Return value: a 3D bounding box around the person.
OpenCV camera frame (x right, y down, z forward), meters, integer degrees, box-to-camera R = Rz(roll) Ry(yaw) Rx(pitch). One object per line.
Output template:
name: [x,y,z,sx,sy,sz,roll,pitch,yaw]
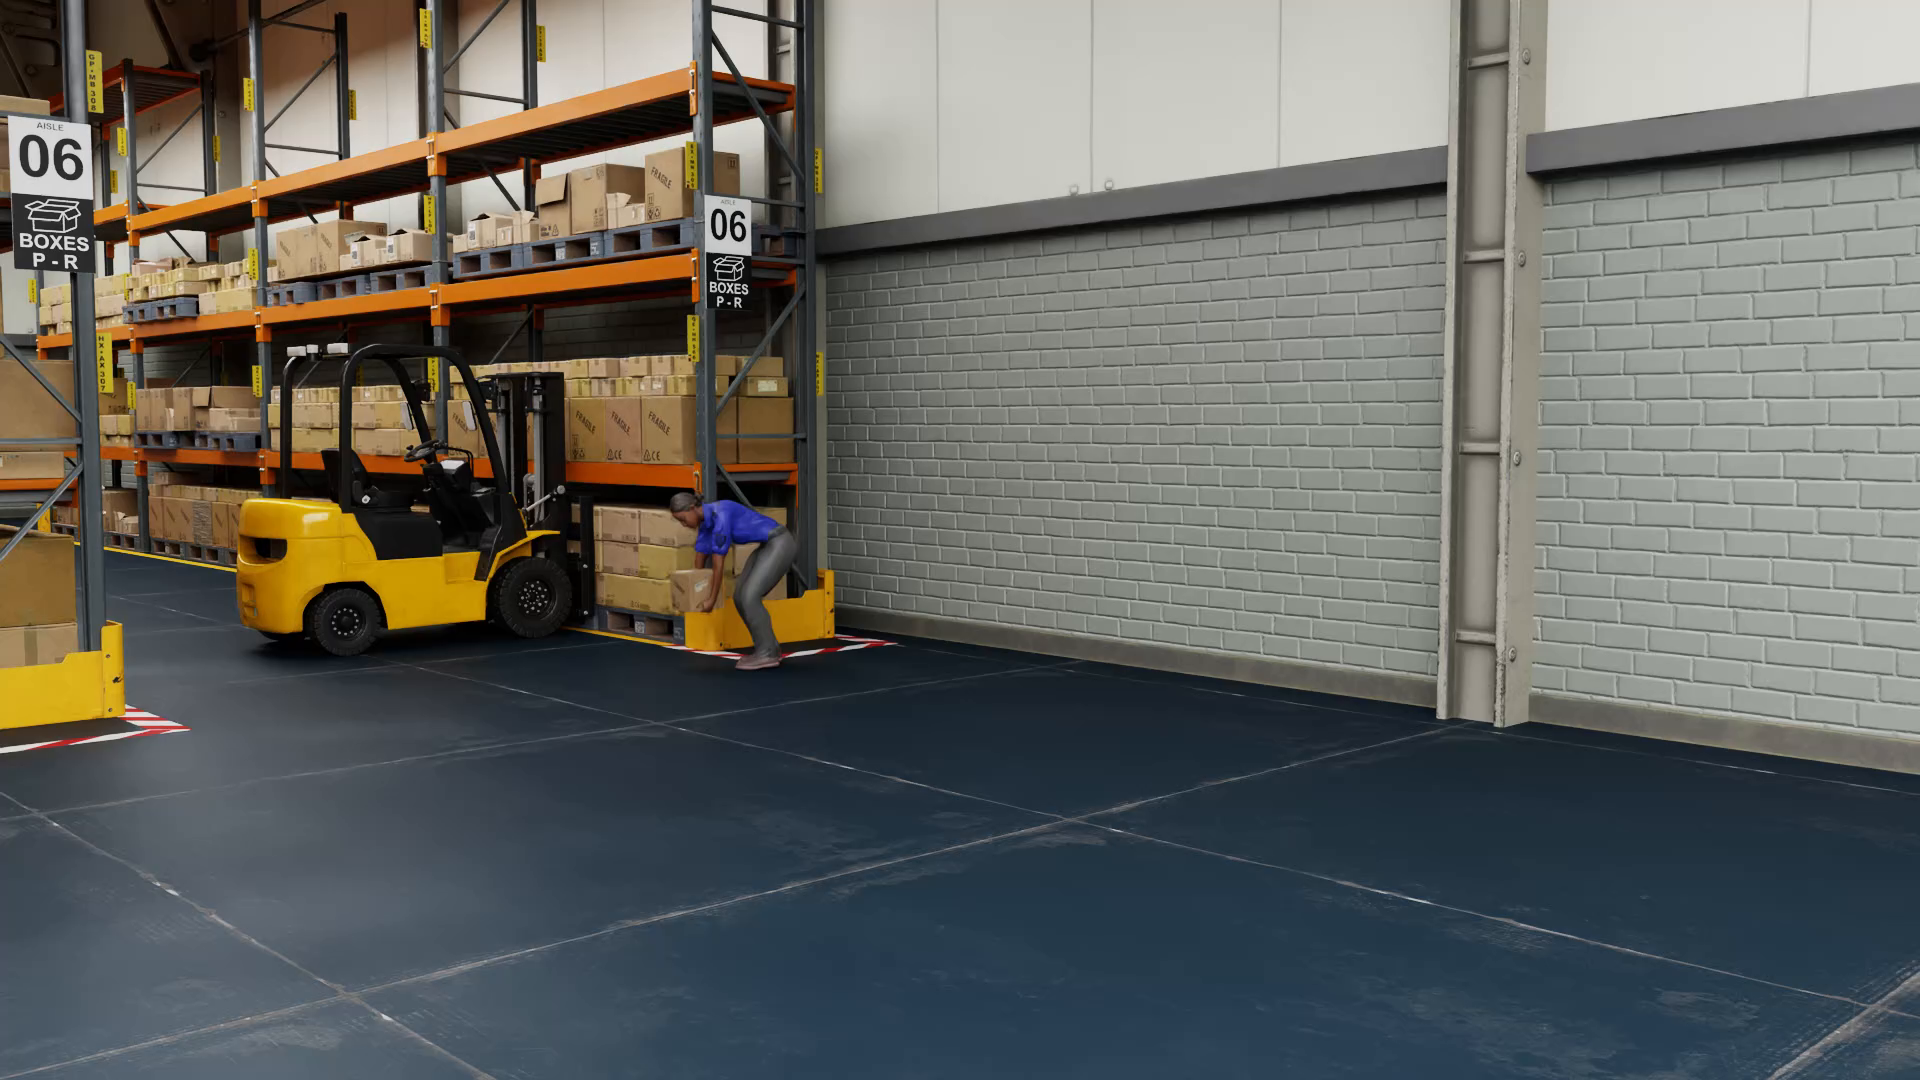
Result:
person: [-1.473,0.263,10.896,0.839,1.165,0.428,-1,4,-19]
